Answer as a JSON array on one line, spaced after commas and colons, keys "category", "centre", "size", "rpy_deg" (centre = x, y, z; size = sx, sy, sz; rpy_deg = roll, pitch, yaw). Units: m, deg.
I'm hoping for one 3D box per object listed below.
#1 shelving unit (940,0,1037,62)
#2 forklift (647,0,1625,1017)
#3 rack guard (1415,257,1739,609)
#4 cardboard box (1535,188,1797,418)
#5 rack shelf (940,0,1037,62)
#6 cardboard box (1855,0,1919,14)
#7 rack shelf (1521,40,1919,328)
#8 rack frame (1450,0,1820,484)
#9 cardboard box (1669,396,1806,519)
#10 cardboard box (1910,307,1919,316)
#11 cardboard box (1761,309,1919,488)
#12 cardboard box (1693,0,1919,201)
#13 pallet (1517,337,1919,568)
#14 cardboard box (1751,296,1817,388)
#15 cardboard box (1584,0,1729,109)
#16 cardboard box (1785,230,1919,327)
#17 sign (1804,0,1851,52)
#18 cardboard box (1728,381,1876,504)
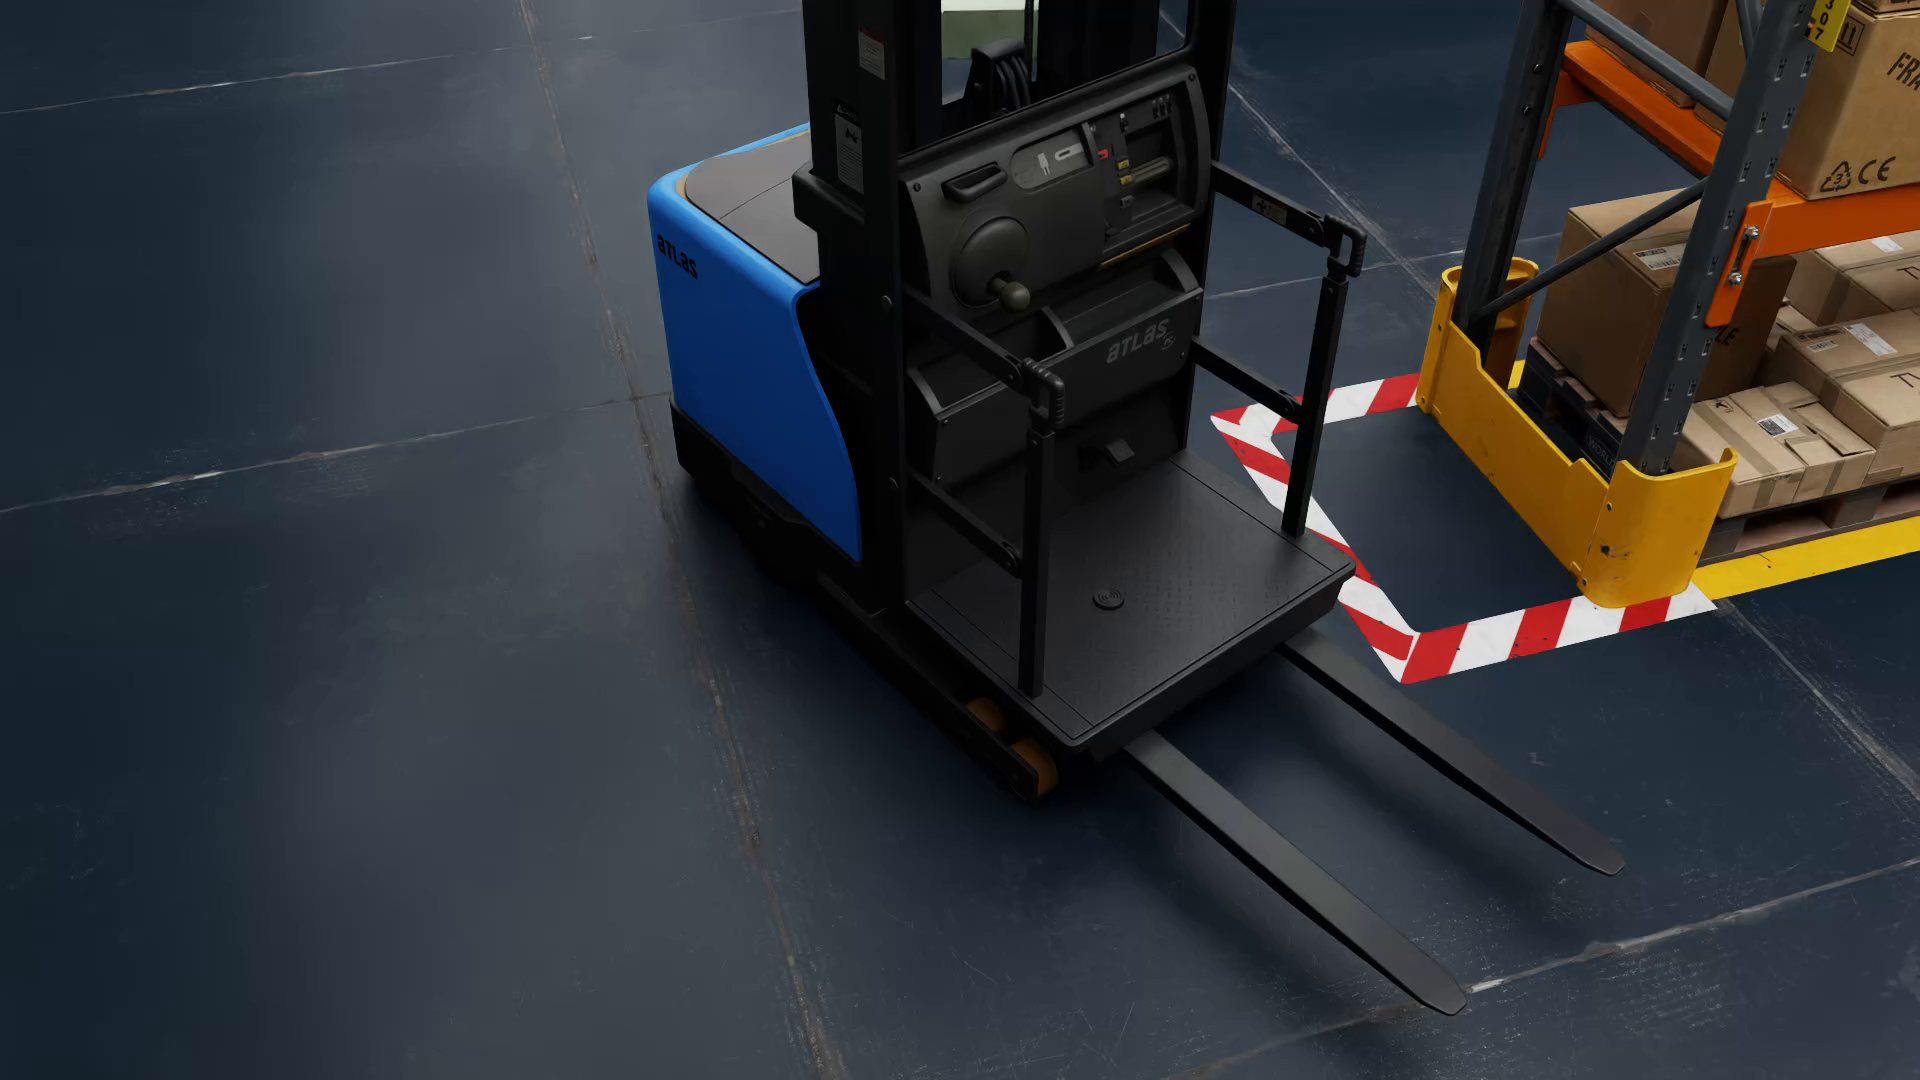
[{"category": "shelving unit", "centre": [-0.084, -1.353, 5.655], "size": [0.755, 1.500, 0.431], "rpy_deg": [-2, 41, -2]}, {"category": "forklift", "centre": [0.394, -0.786, 3.922], "size": [1.130, 2.935, 3.031], "rpy_deg": [-28, 48, -28]}, {"category": "rack guard", "centre": [1.912, -0.370, 5.294], "size": [0.348, 0.500, 1.175], "rpy_deg": [-12, 42, -13]}, {"category": "cardboard box", "centre": [2.284, -0.783, 5.432], "size": [0.500, 0.500, 0.500], "rpy_deg": [-12, 42, -13]}, {"category": "rack shelf", "centre": [-0.084, -1.648, 5.401], "size": [0.720, 0.370, 0.431], "rpy_deg": [-2, 41, -2]}, {"category": "cardboard box", "centre": [2.342, -1.633, 4.004], "size": [0.500, 0.500, 0.500], "rpy_deg": [-10, 42, -12]}, {"category": "rack shelf", "centre": [3.747, -1.421, 5.143], "size": [4.000, 0.370, 1.077], "rpy_deg": [-12, 42, -13]}, {"category": "rack frame", "centre": [1.840, -1.297, 4.454], "size": [0.127, 3.000, 1.000], "rpy_deg": [-12, 42, -13]}, {"category": "cardboard box", "centre": [2.342, -0.256, 5.095], "size": [0.250, 0.149, 0.380], "rpy_deg": [-12, 42, -13]}, {"category": "cardboard box", "centre": [3.397, -0.554, 5.360], "size": [0.500, 0.250, 0.500], "rpy_deg": [-12, 42, -13]}, {"category": "cardboard box", "centre": [2.920, -0.455, 5.247], "size": [0.500, 0.250, 0.500], "rpy_deg": [-12, 42, -13]}, {"category": "cardboard box", "centre": [2.342, -1.257, 4.332], "size": [0.500, 0.500, 0.500], "rpy_deg": [-11, 42, -12]}, {"category": "pallet", "centre": [2.672, -0.420, 5.570], "size": [1.213, 0.211, 1.003], "rpy_deg": [-12, 42, -13]}, {"category": "cardboard box", "centre": [2.698, -0.681, 5.569], "size": [0.250, 0.166, 0.380], "rpy_deg": [-12, 42, -13]}, {"category": "cardboard box", "centre": [2.185, -1.594, 4.718], "size": [0.500, 0.500, 0.500], "rpy_deg": [-10, 42, -12]}, {"category": "cardboard box", "centre": [3.199, -0.858, 5.708], "size": [0.500, 0.250, 0.500], "rpy_deg": [-12, 42, -13]}, {"category": "sign", "centre": [2.003, -1.282, 3.780], "size": [0.005, 0.325, 0.100], "rpy_deg": [-12, 42, -13]}, {"category": "cardboard box", "centre": [2.581, -0.312, 5.146], "size": [0.250, 0.166, 0.380], "rpy_deg": [-12, 42, -13]}]
